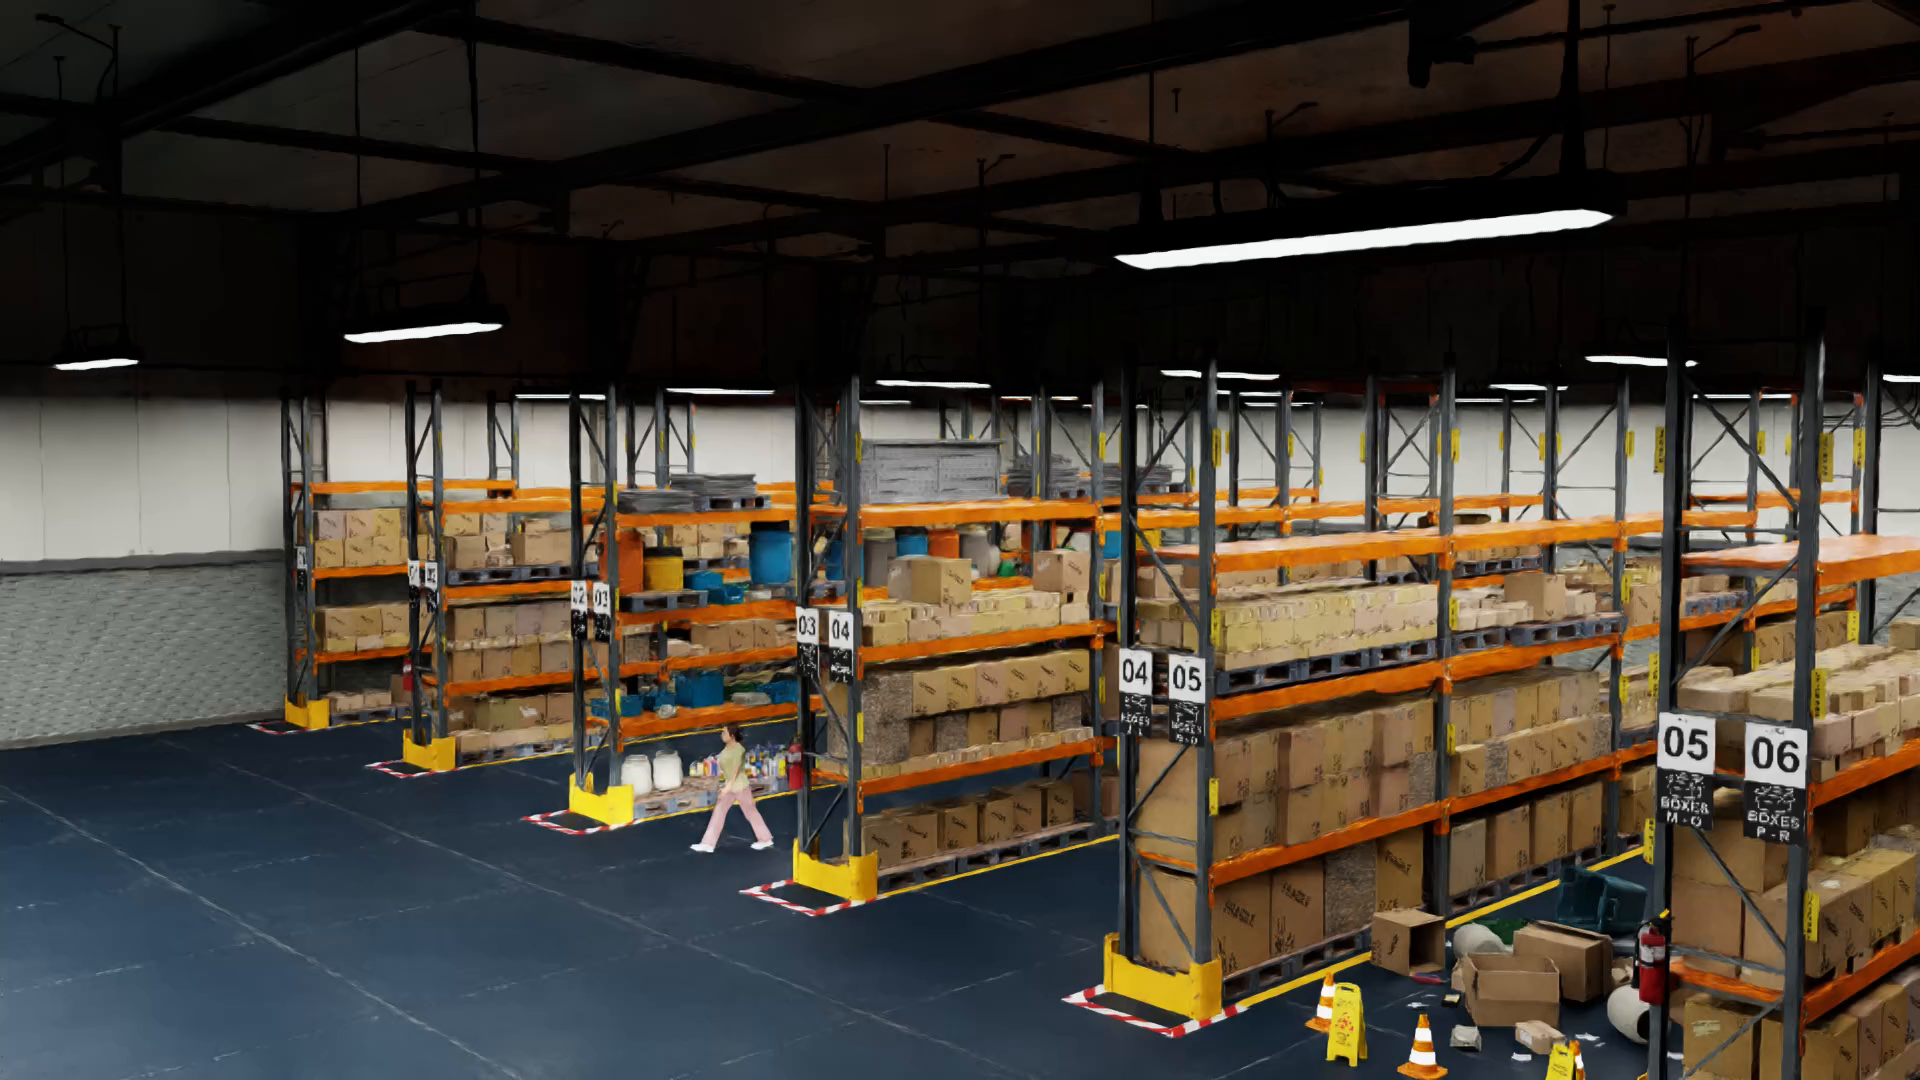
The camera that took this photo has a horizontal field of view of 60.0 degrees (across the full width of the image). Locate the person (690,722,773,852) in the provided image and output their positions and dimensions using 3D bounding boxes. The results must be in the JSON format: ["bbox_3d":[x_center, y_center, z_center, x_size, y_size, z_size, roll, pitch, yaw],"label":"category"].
[{"bbox_3d":[-2.793,3.038,20.476,1.019,1.603,0.445,-2,4,-34],"label":"person"}]

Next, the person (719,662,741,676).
[{"bbox_3d":[-4.473,2.325,31.866,1.088,1.574,0.447,-3,5,-41],"label":"person"}]
